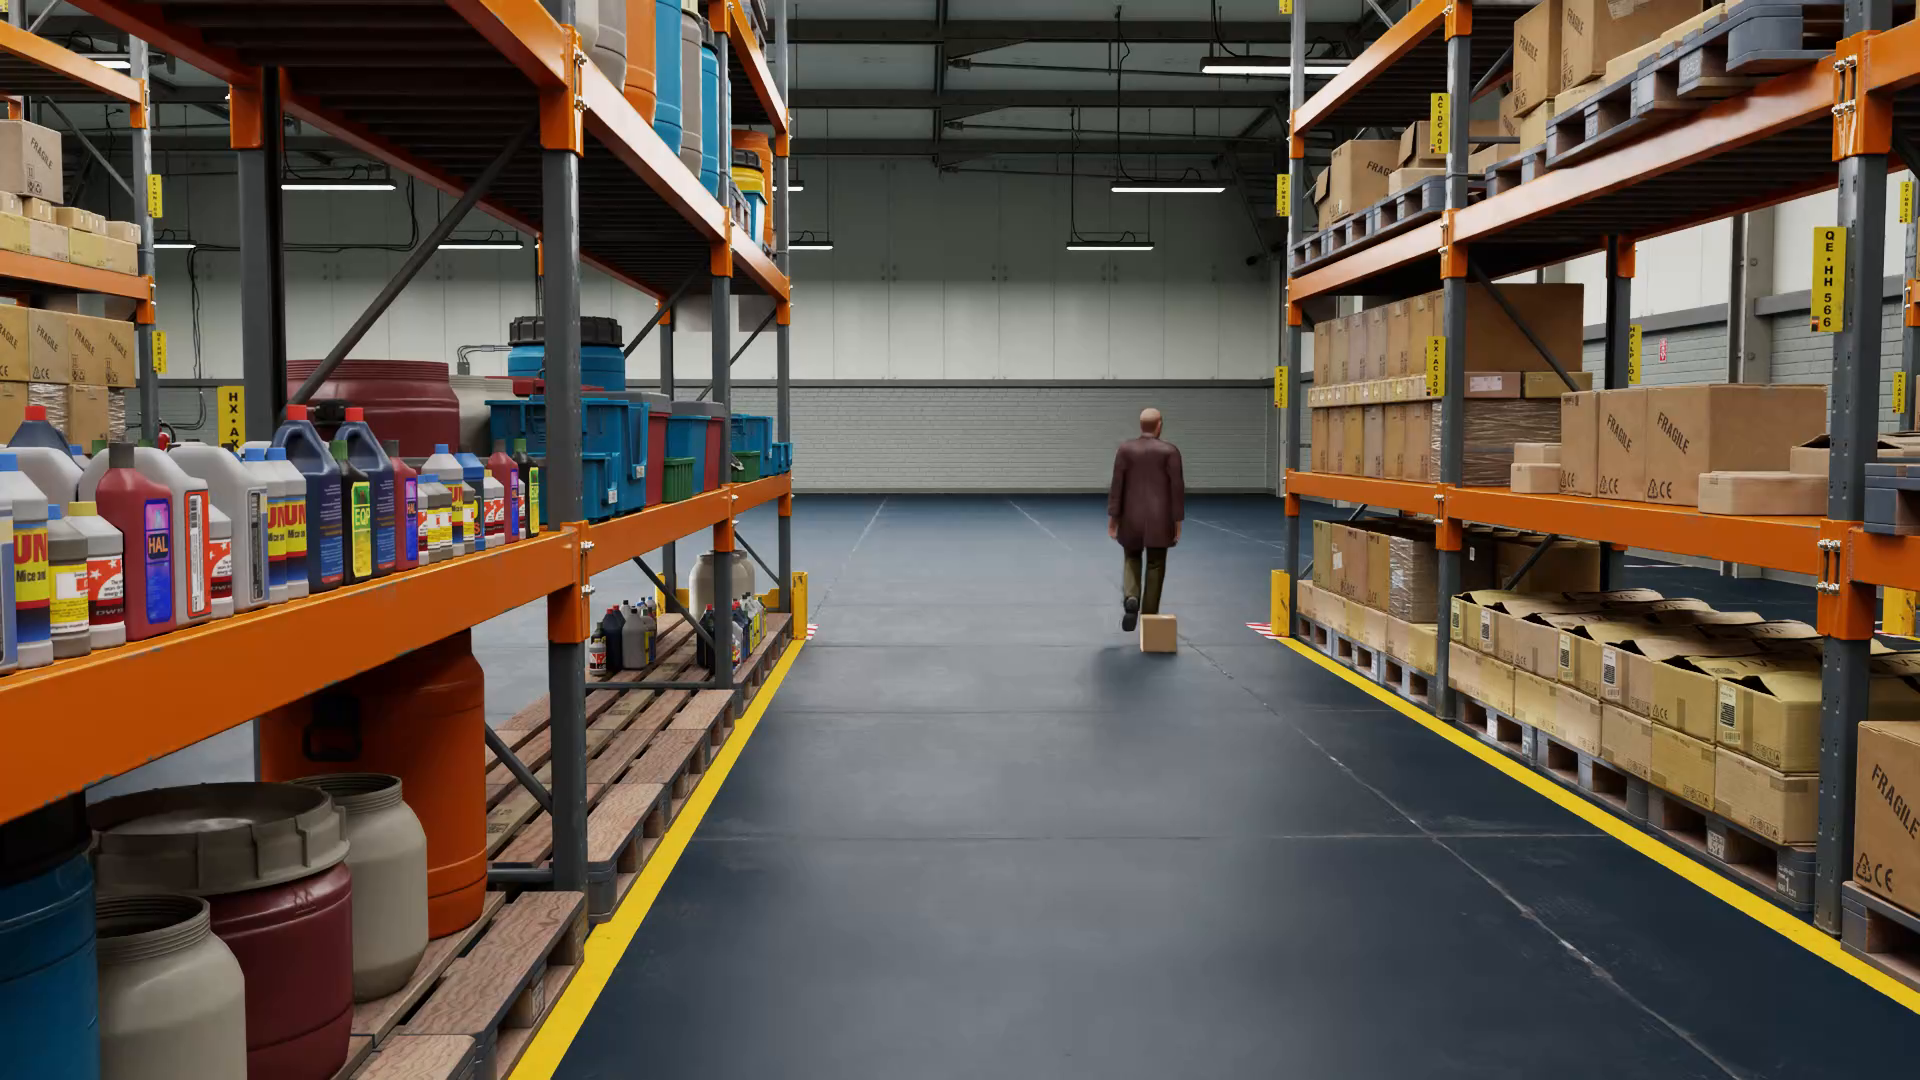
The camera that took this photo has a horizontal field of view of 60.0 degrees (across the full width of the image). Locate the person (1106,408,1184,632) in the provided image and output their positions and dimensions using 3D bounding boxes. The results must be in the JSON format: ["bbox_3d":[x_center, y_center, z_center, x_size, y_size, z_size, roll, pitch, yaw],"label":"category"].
[{"bbox_3d":[1.502,-0.154,13.354,0.630,1.808,0.485,1,4,19],"label":"person"}]
